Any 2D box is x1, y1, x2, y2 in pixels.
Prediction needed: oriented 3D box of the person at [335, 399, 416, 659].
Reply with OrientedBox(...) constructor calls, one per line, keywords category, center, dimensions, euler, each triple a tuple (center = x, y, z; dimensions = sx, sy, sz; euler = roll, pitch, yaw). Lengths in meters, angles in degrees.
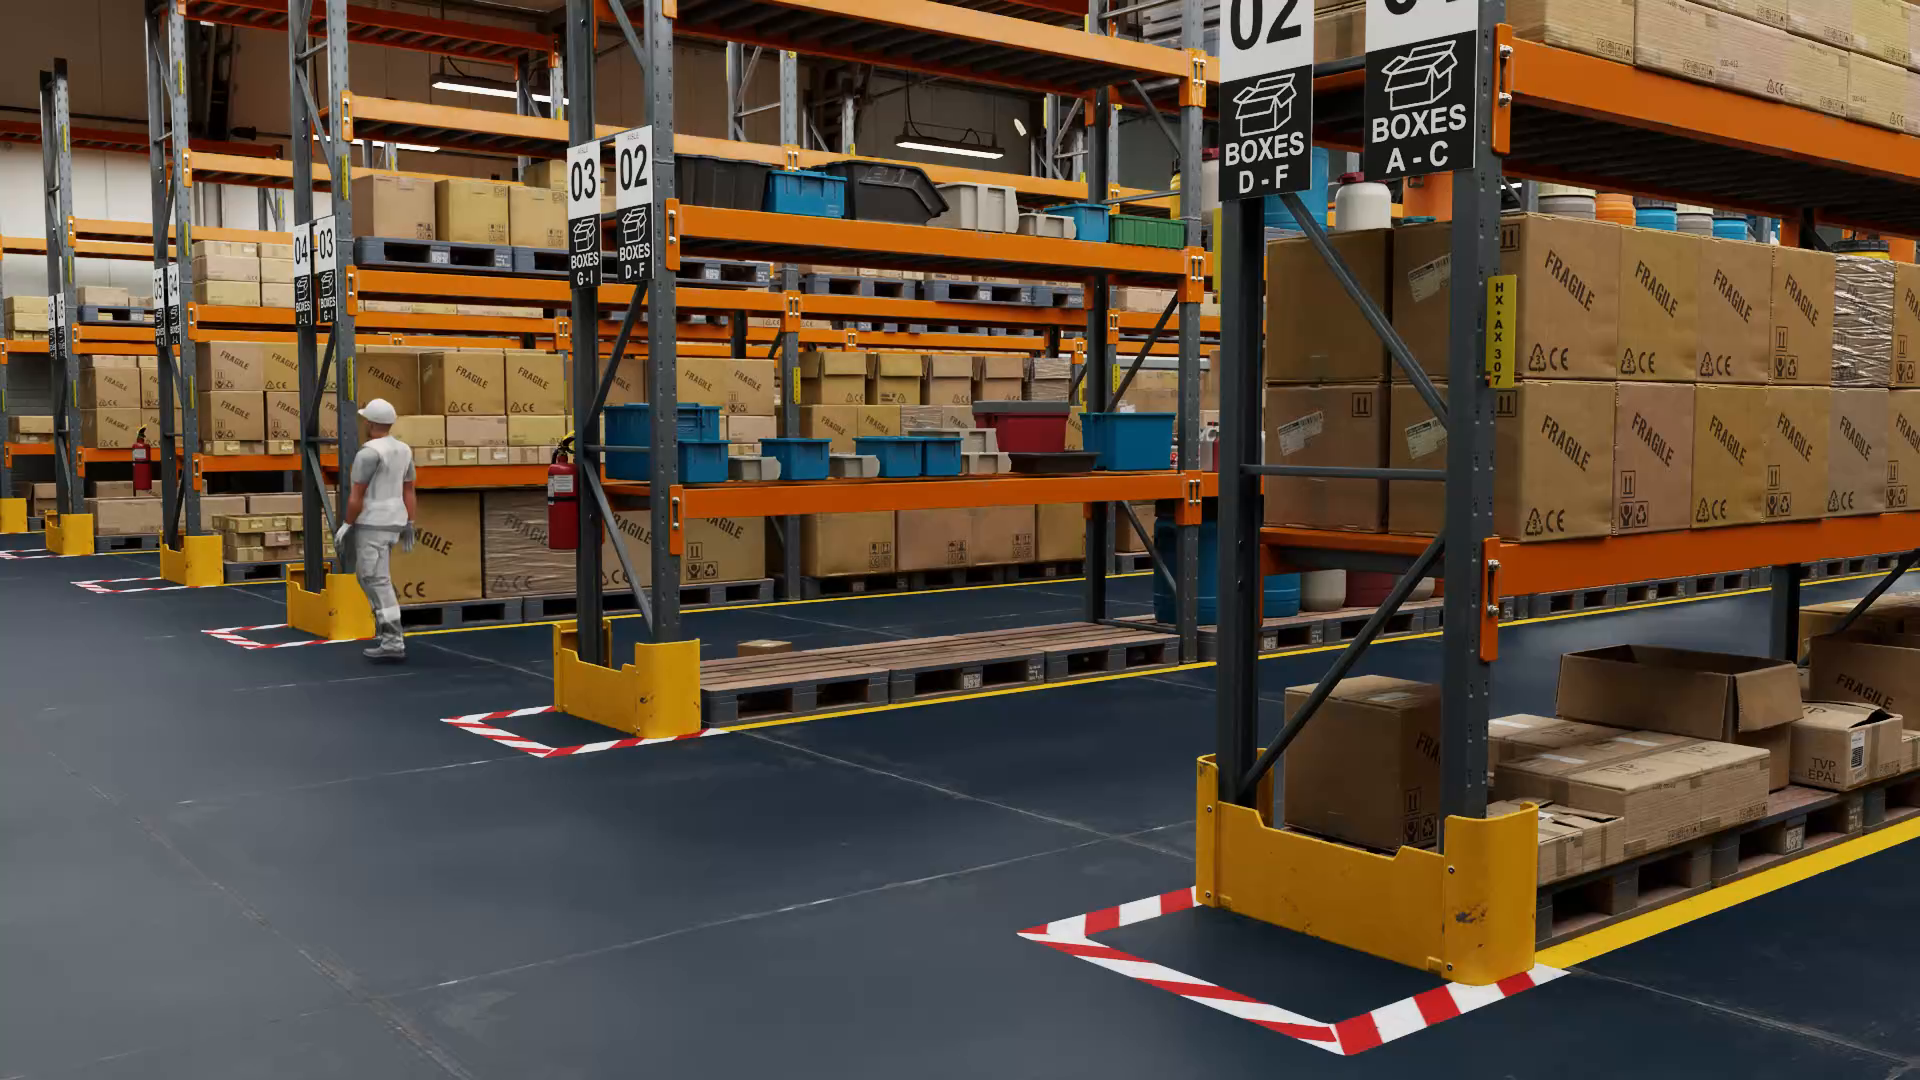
OrientedBox(category="person", center=(-4.039, -0.063, 11.439), dimensions=(0.468, 1.813, 0.531), euler=(1, 4, 14))
